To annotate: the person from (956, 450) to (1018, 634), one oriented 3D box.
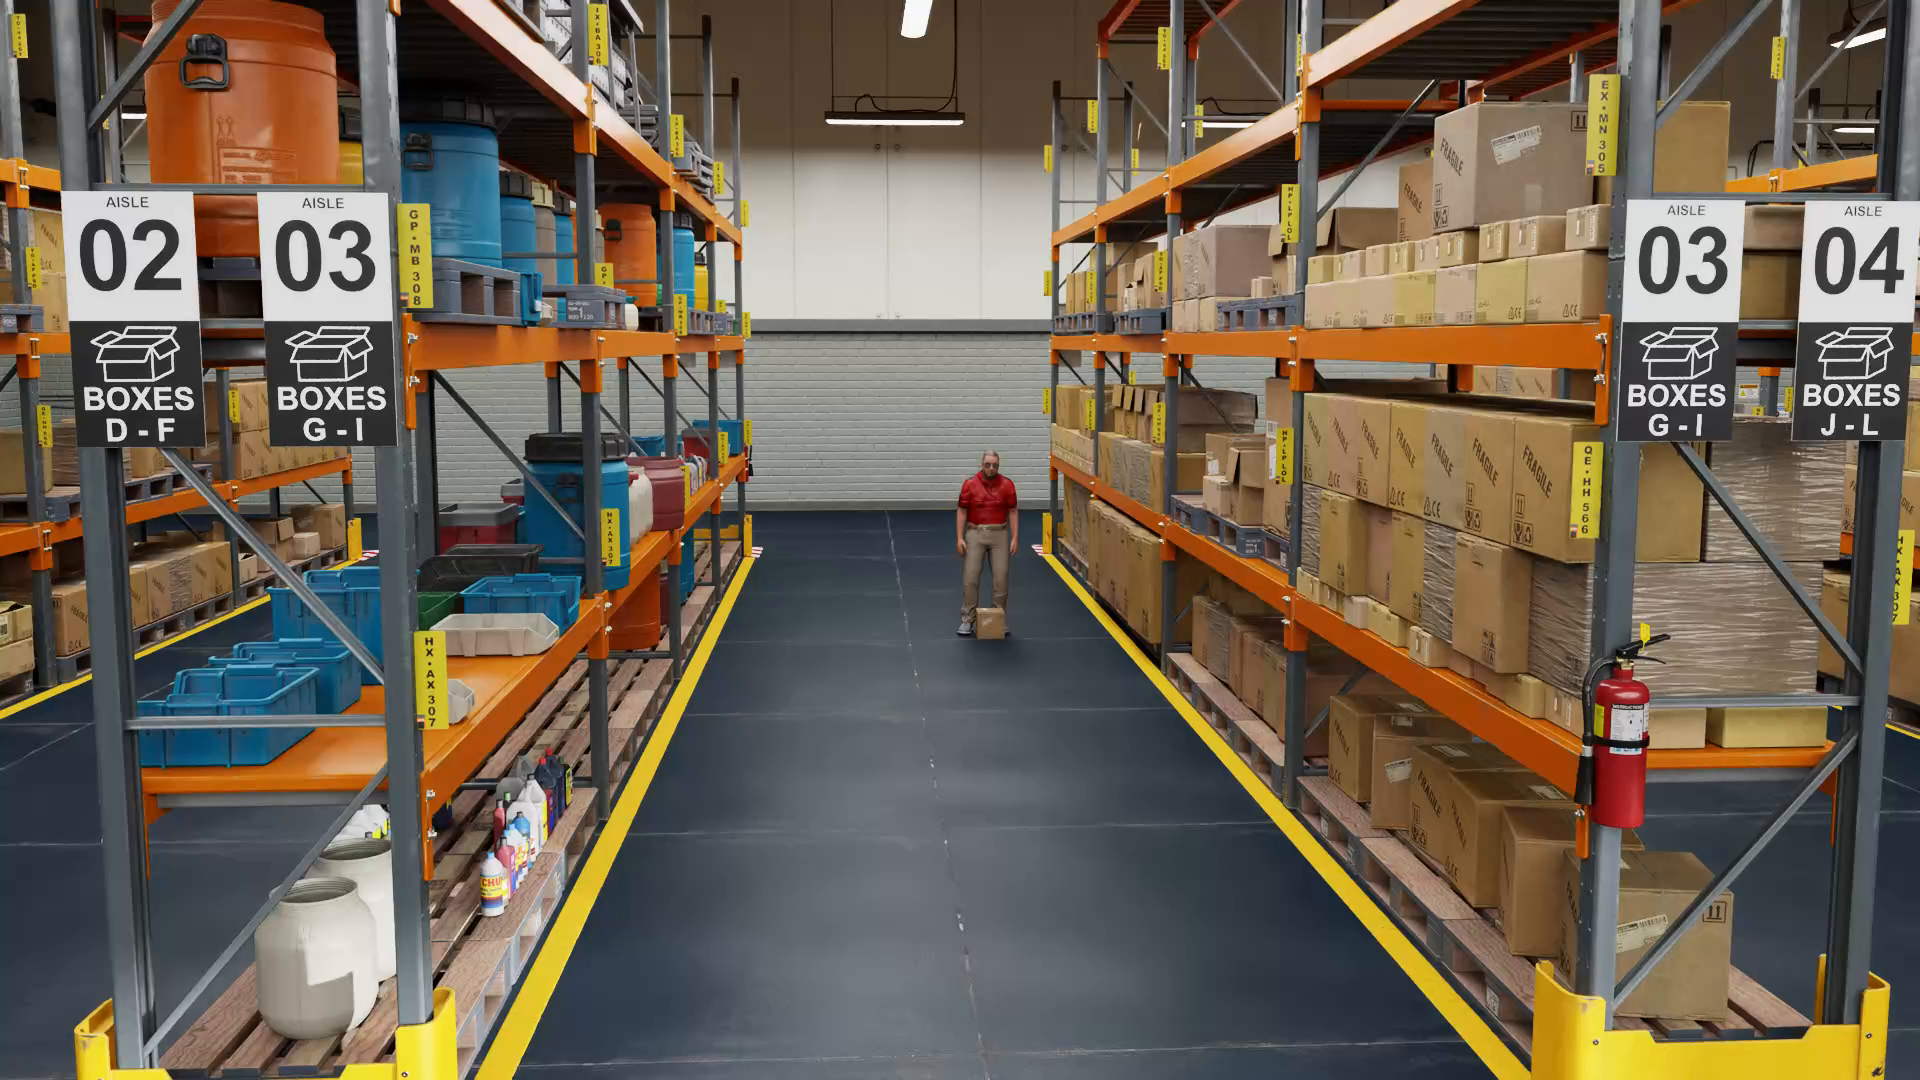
[{"bbox_3d":[0.260,0.014,15.681,0.593,1.726,0.387,-1,7,-5],"label":"person"}]
